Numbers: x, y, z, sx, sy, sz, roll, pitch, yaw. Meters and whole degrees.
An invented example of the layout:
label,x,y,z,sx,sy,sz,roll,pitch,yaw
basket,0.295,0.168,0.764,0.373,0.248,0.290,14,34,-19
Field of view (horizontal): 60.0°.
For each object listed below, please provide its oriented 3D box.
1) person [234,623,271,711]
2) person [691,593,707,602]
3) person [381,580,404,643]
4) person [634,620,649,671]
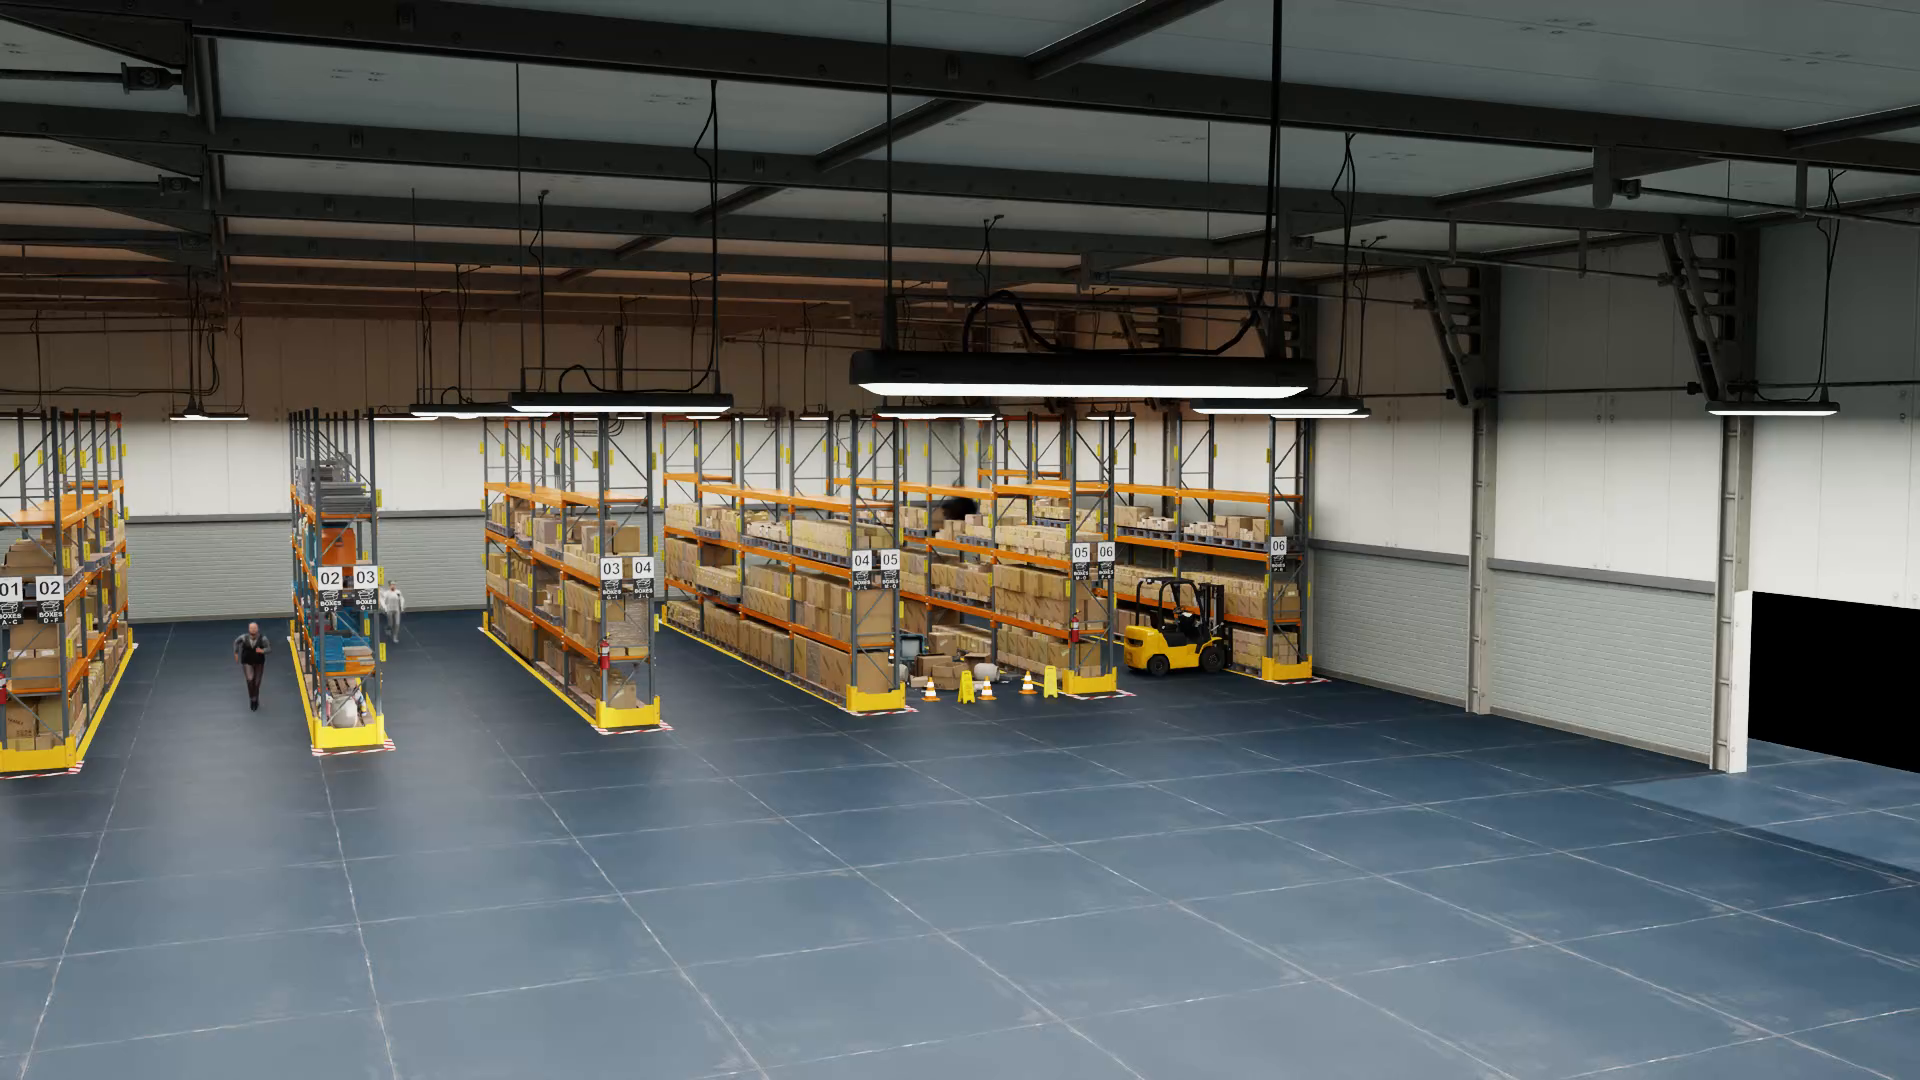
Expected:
label,x,y,z,sx,sy,sz,roll,pitch,yaw
person,-14.207,2.532,33.426,0.679,1.758,0.847,-2,4,-25
person,-7.787,1.392,49.595,0.739,1.732,0.653,-3,5,-38
person,-14.907,1.853,43.700,0.614,1.662,0.692,-2,5,-32
person,-7.400,2.240,38.468,0.607,1.602,0.597,-2,4,-21
